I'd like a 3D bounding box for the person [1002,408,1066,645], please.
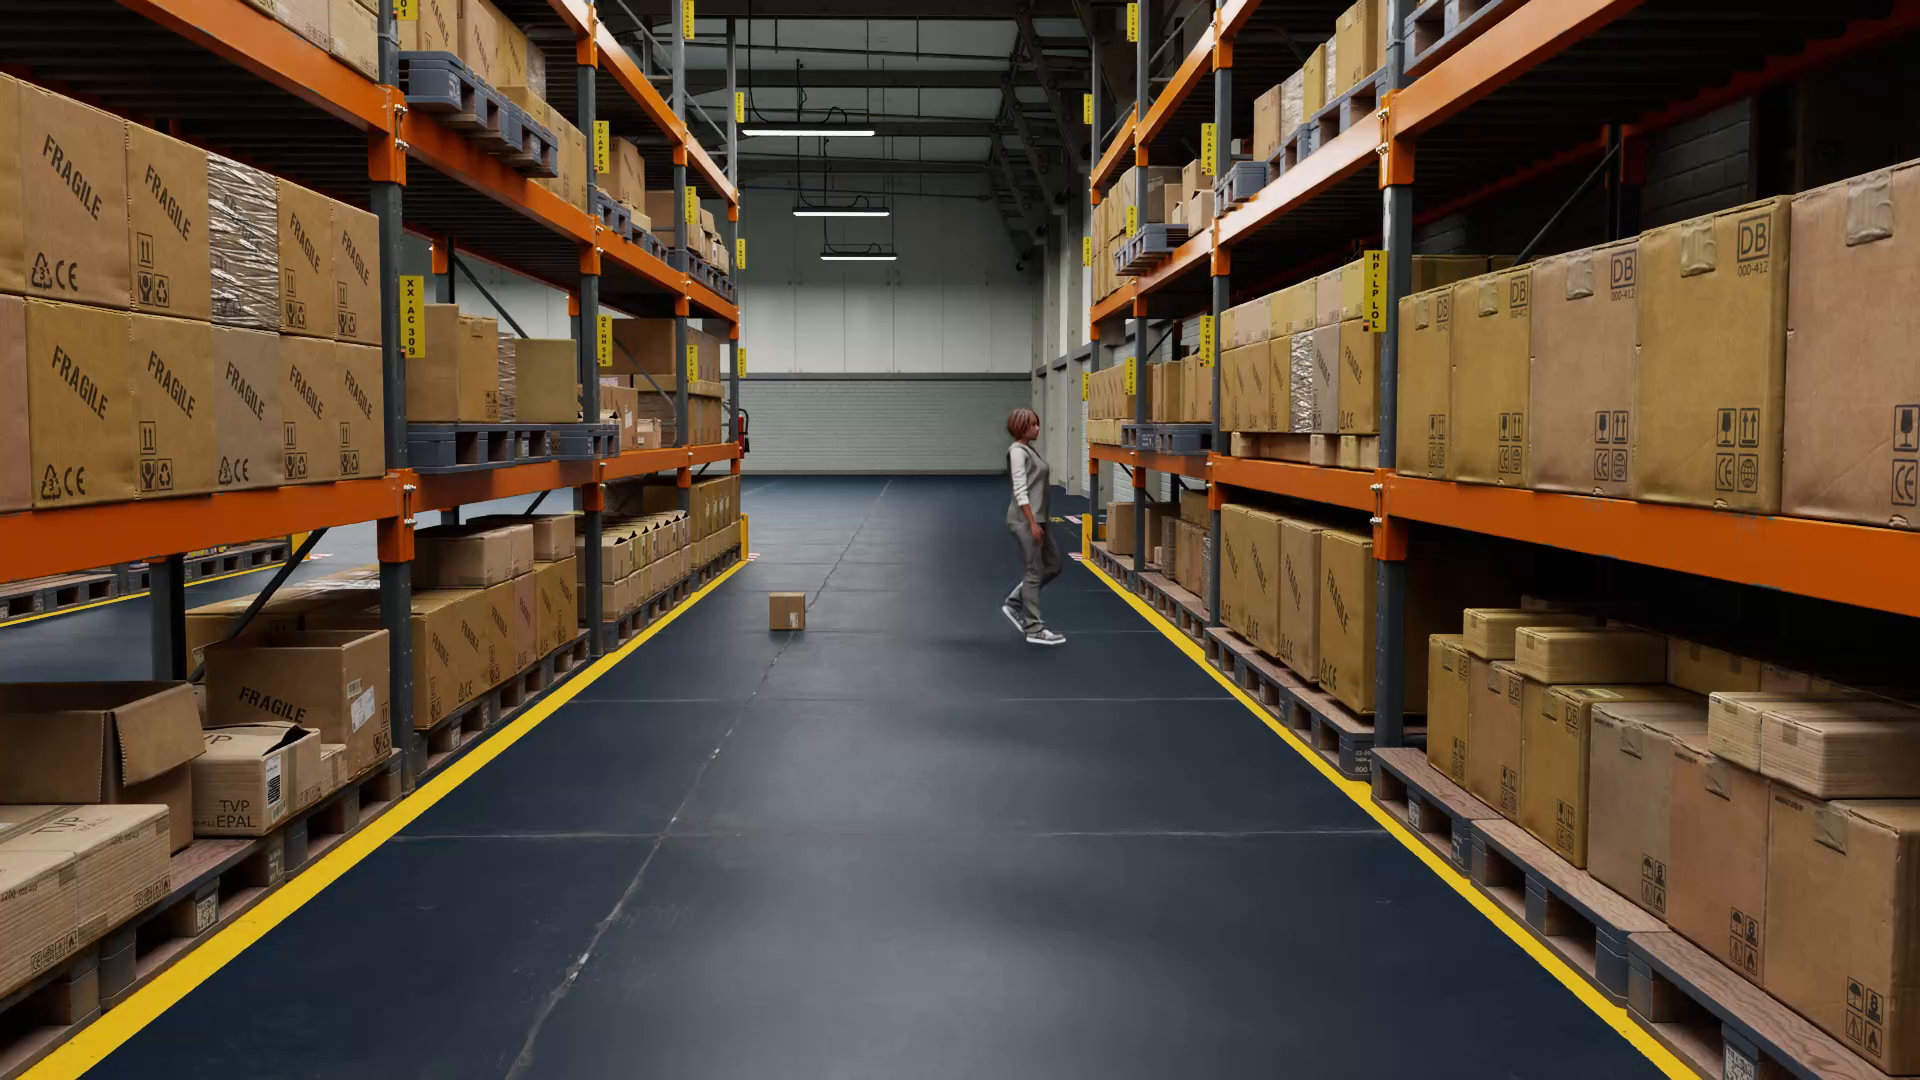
[{"bbox_3d":[0.498,-0.098,11.307,0.475,1.602,0.452,1,4,13],"label":"person"}]
